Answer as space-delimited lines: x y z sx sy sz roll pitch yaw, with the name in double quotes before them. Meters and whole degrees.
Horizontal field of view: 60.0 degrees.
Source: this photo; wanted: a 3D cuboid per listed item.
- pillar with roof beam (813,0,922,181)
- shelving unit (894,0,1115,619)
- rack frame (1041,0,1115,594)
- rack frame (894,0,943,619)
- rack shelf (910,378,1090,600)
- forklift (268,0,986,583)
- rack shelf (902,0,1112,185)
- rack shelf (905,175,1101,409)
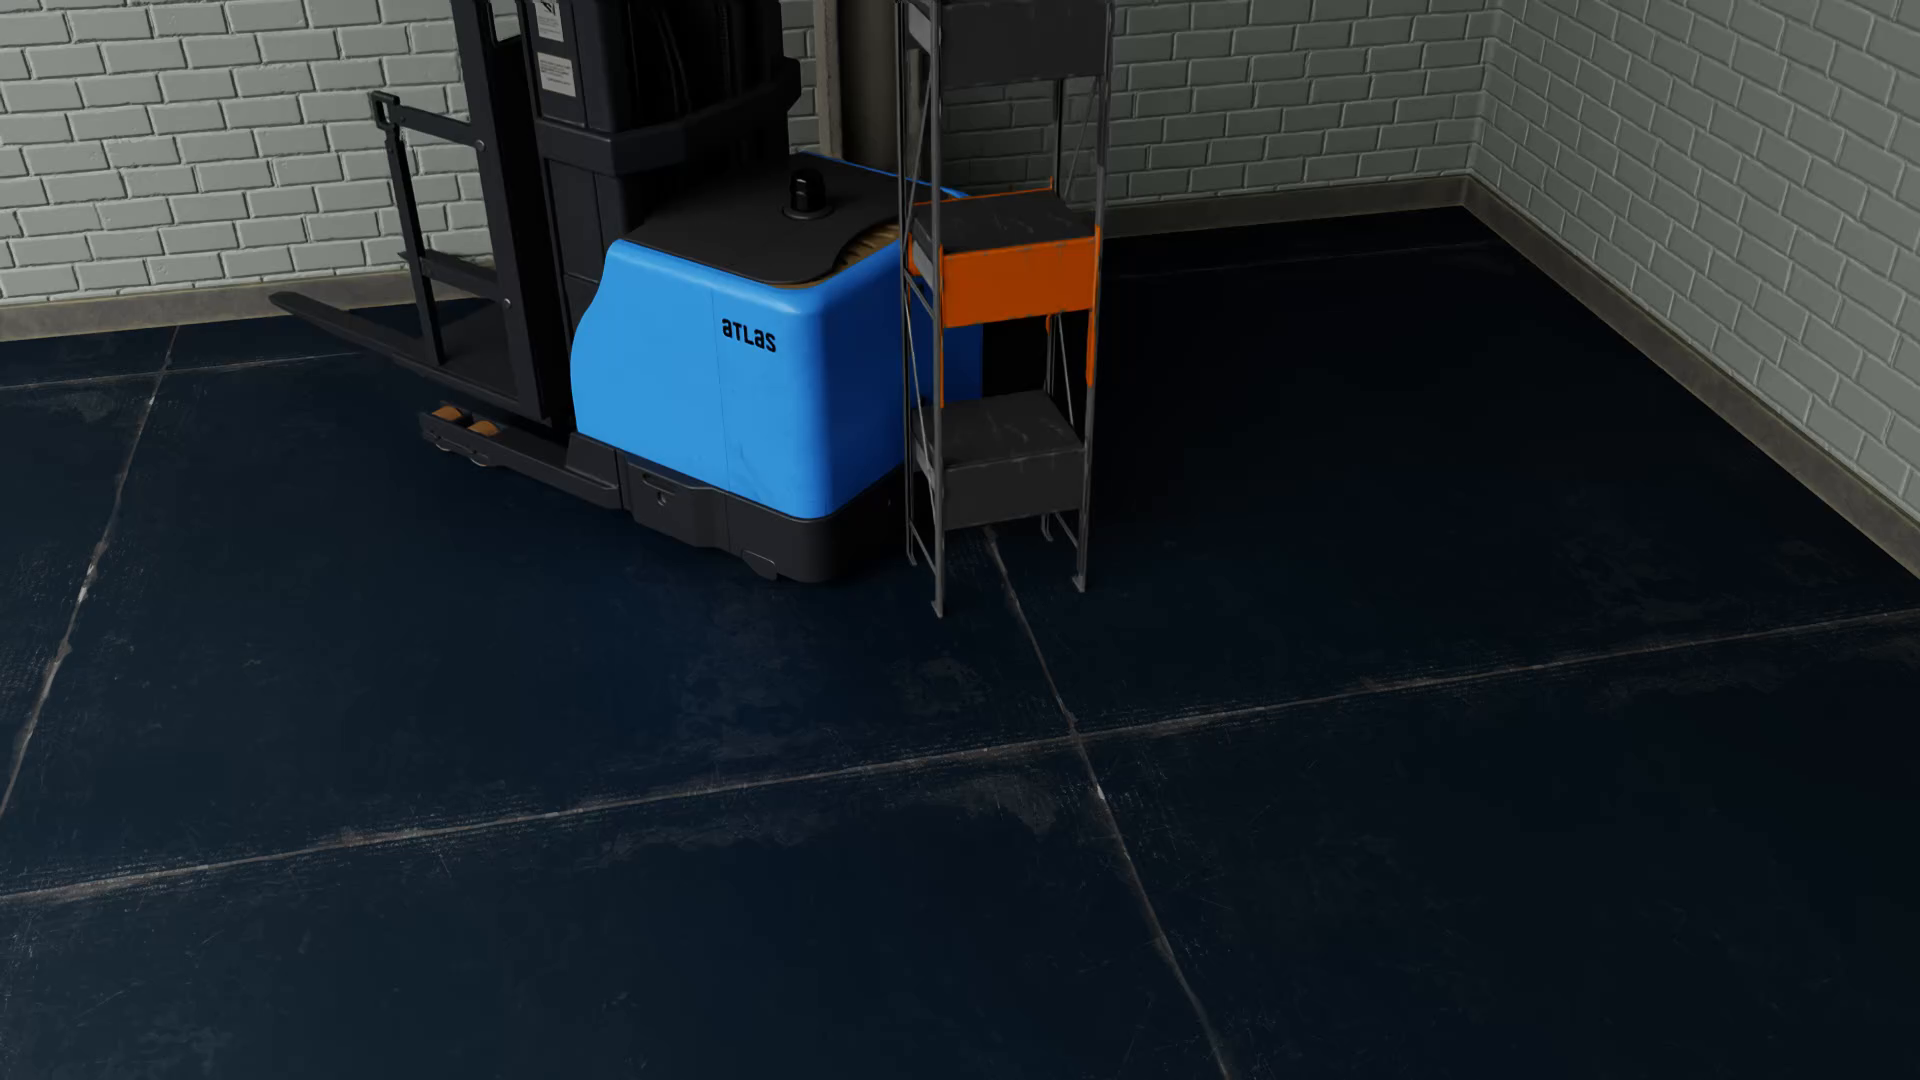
"pillar with roof beam" 0.558 -2.621 1.581 0.400 9.000 9.100 -7 35 -11
"shelving unit" 0.114 -0.763 5.003 0.503 2.100 0.431 -10 35 -14
"rack frame" 0.348 -0.803 5.062 0.015 2.100 0.400 -10 35 -14
"rack frame" -0.119 -0.724 4.945 0.015 2.100 0.400 -10 35 -14
"rack shelf" 0.114 -0.171 5.401 0.480 0.518 0.431 -10 35 -14
"forklift" -1.409 -1.710 5.668 3.031 2.935 1.130 21 39 28
"rack shelf" 0.114 -1.333 4.621 0.480 0.518 0.431 -10 35 -14
"rack shelf" 0.114 -0.752 5.011 0.480 0.518 0.431 -10 35 -14
